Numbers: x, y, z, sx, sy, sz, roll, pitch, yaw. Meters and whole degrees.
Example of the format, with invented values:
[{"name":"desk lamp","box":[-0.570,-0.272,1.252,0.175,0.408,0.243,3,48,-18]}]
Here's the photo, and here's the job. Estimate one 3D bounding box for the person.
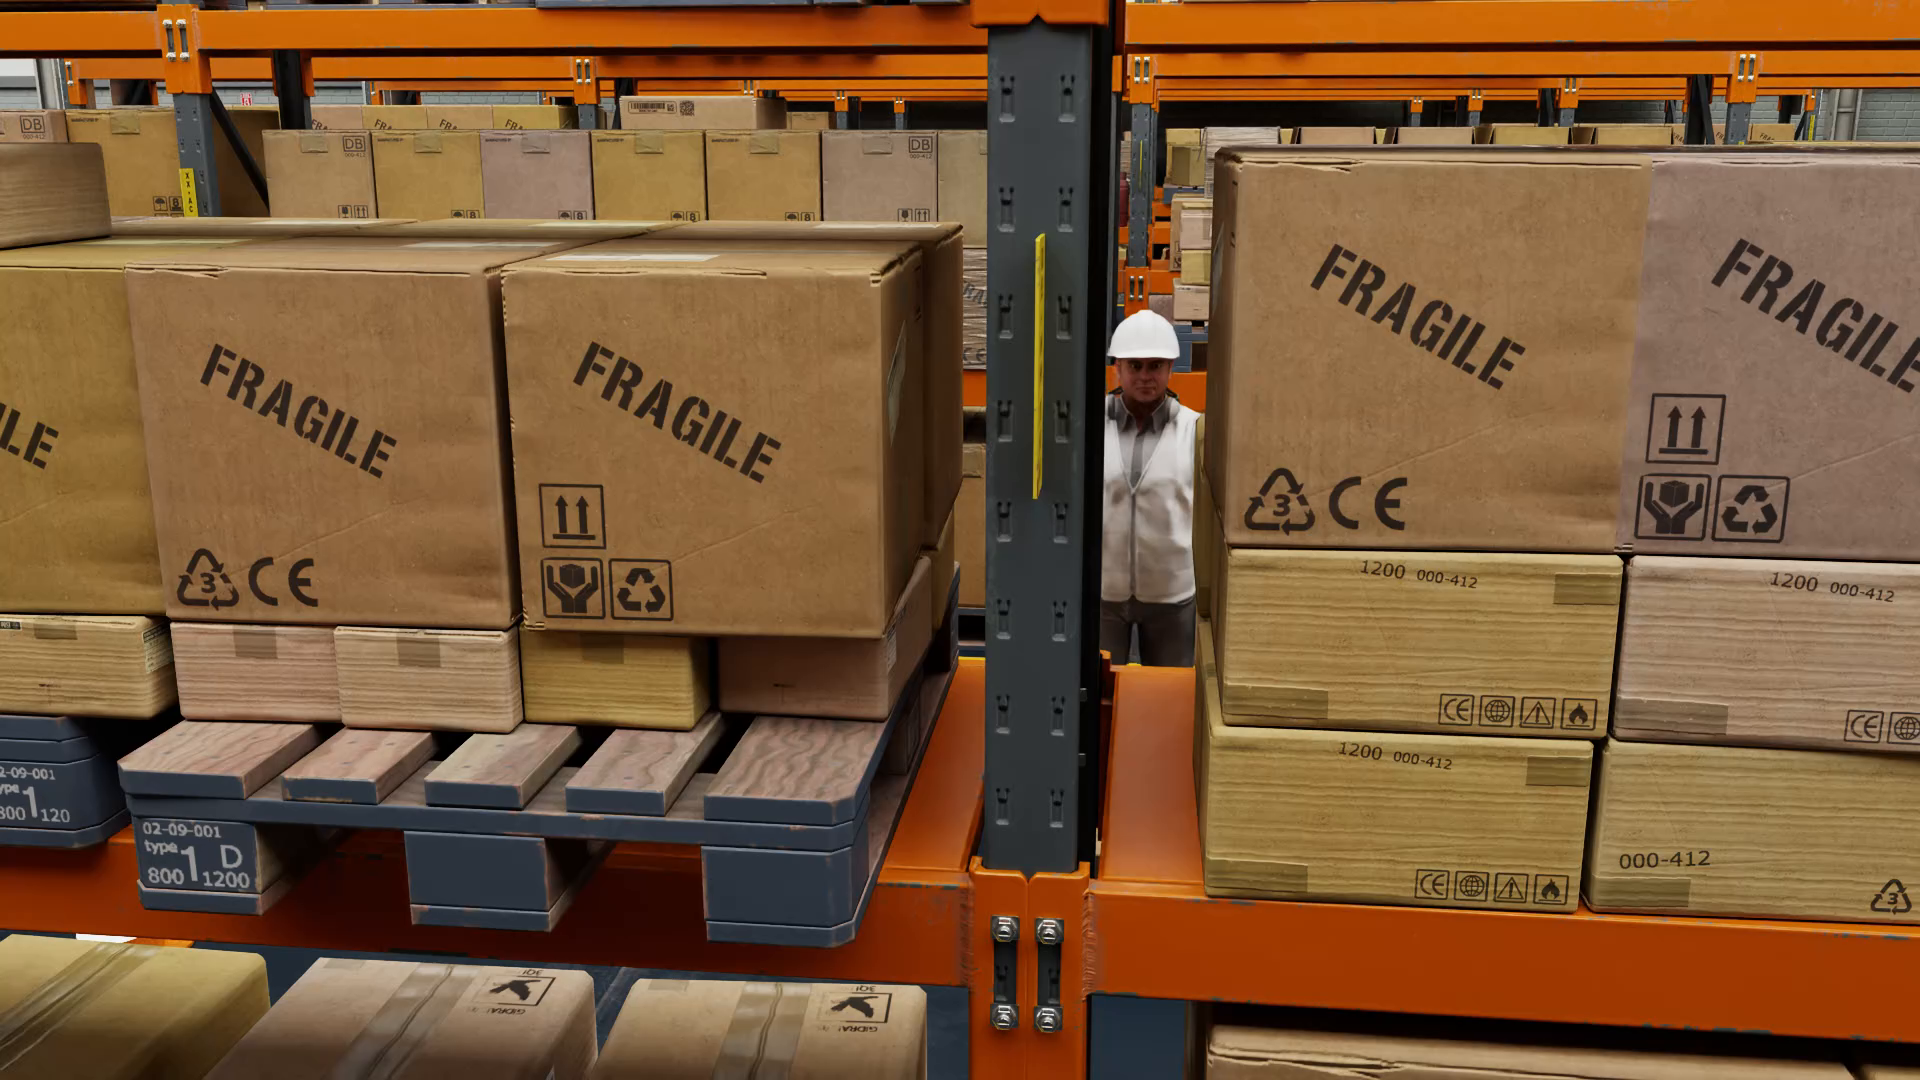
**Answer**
[{"name":"person","box":[0.567,0.165,5.301,0.539,1.783,0.422,2,14,7]}]
